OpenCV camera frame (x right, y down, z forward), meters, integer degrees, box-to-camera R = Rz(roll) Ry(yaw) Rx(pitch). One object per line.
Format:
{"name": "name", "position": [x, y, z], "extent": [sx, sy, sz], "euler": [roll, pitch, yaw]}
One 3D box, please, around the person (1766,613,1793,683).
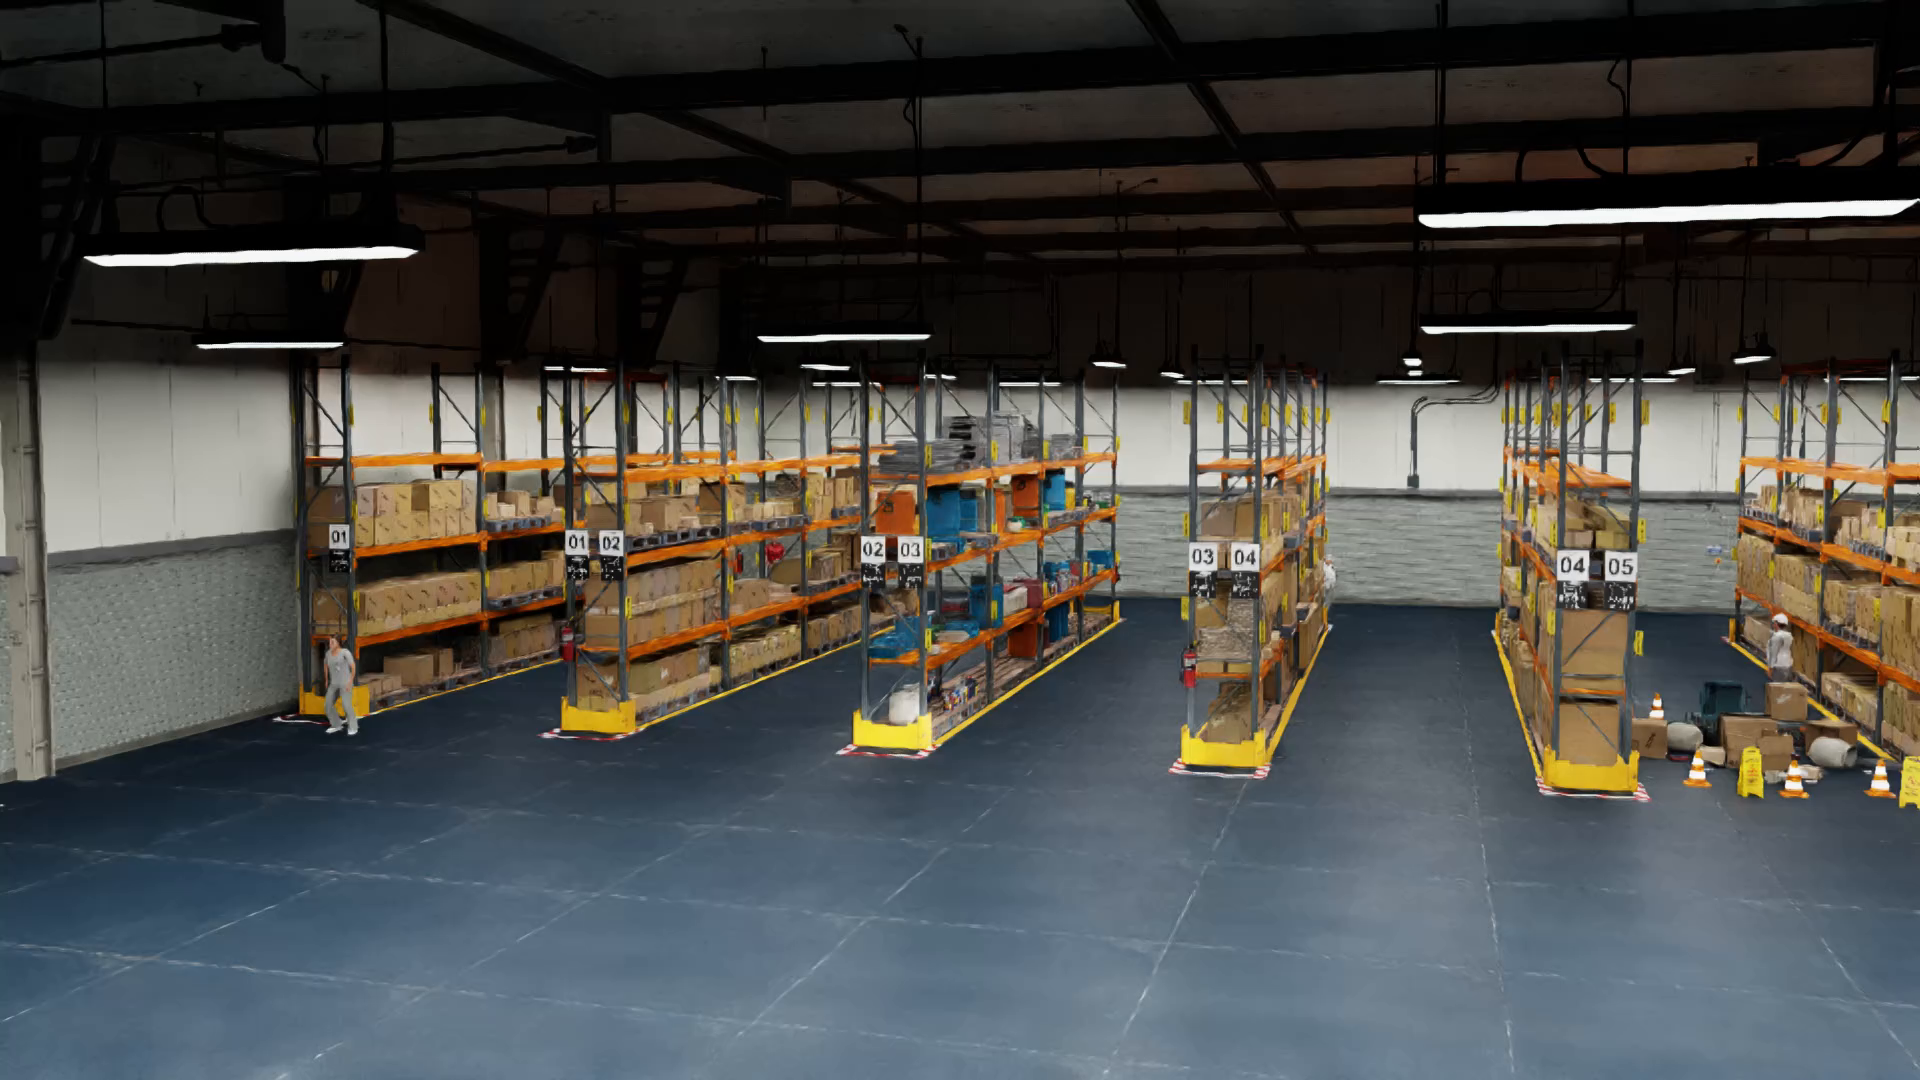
{"name": "person", "position": [13.354, 2.068, 27.175], "extent": [0.581, 1.768, 0.641], "euler": [4, 6, 41]}

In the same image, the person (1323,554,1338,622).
{"name": "person", "position": [8.763, 1.154, 40.354], "extent": [0.688, 1.656, 0.539], "euler": [-2, 5, -27]}

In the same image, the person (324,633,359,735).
{"name": "person", "position": [-9.698, 2.249, 26.041], "extent": [0.580, 1.619, 0.507], "euler": [1, 4, 14]}

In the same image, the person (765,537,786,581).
{"name": "person", "position": [-5.153, 0.688, 46.366], "extent": [0.700, 1.665, 0.814], "euler": [0, 4, -6]}
